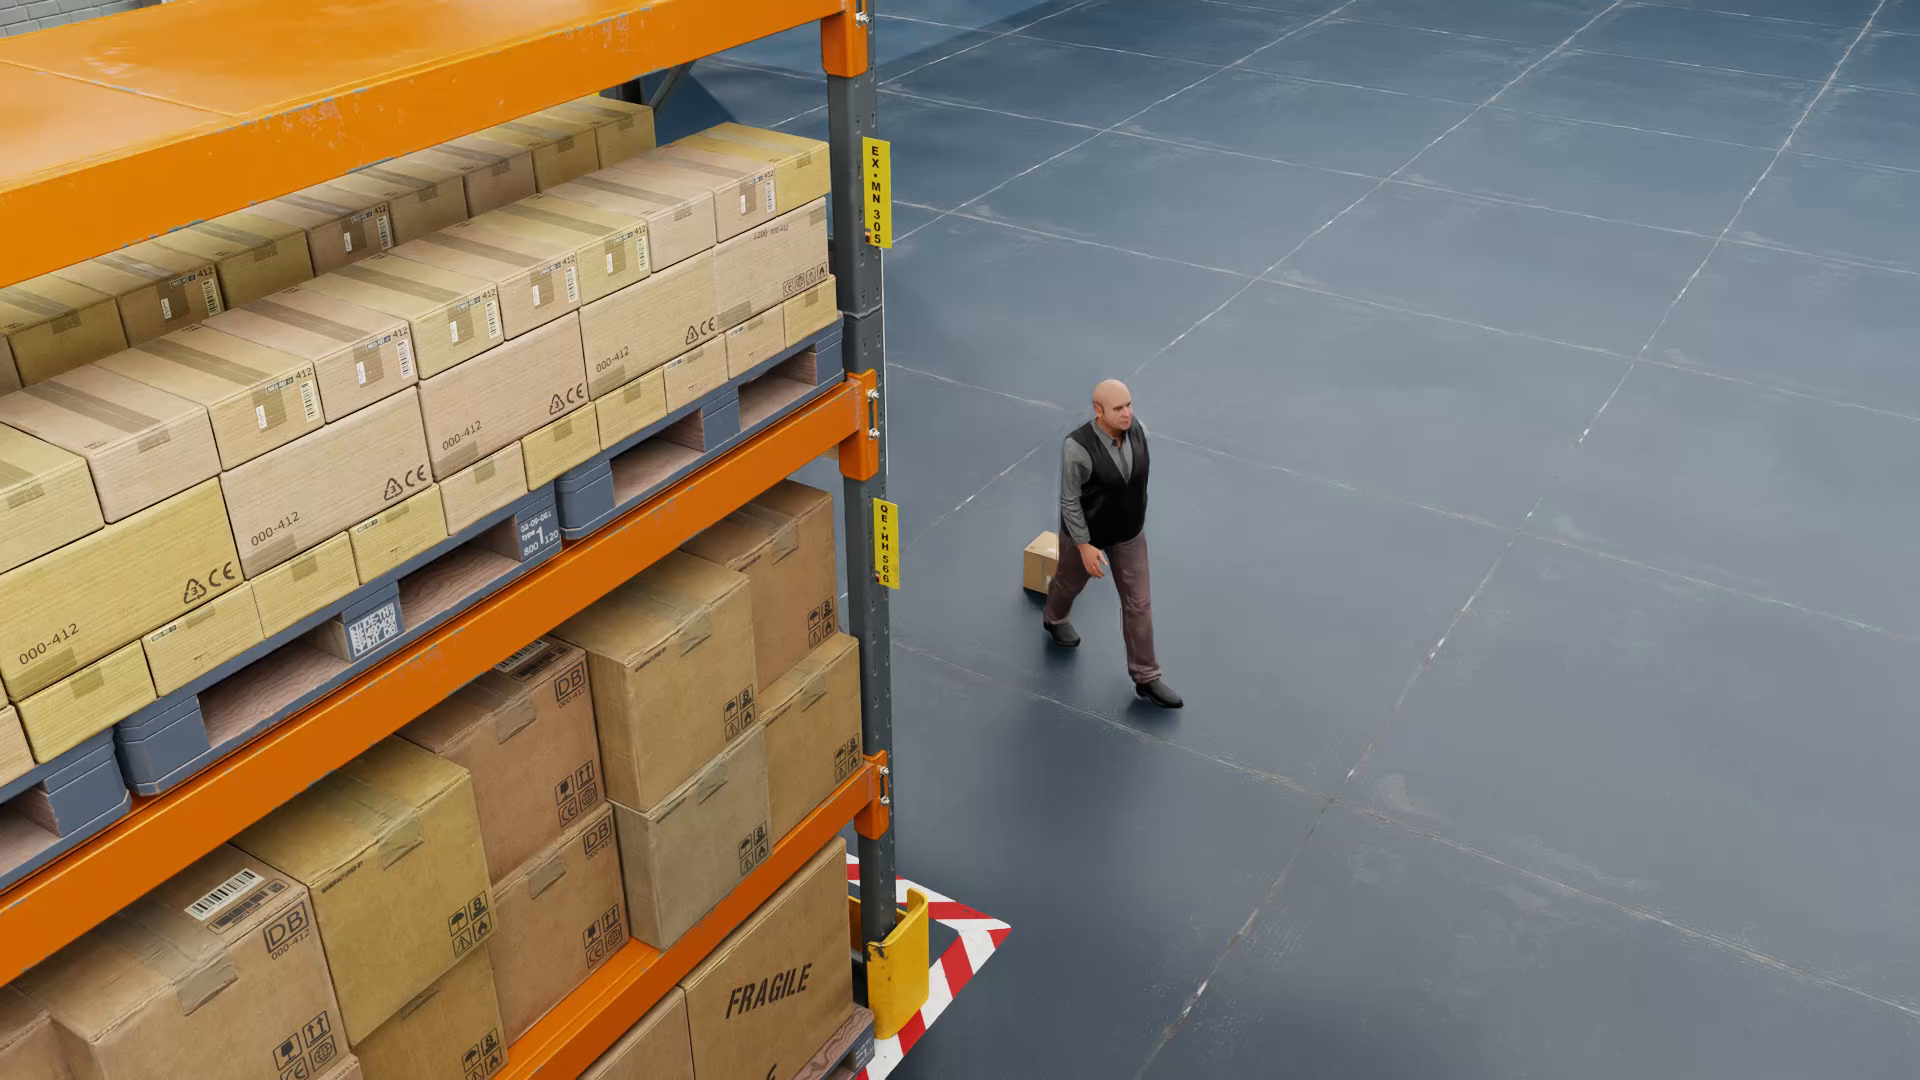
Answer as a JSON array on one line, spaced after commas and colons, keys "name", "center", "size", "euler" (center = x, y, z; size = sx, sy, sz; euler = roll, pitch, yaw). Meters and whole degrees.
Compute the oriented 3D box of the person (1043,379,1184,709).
[{"name": "person", "center": [0.729, -0.034, 8.266], "size": [0.537, 1.657, 1.033], "euler": [-13, 33, -22]}]
